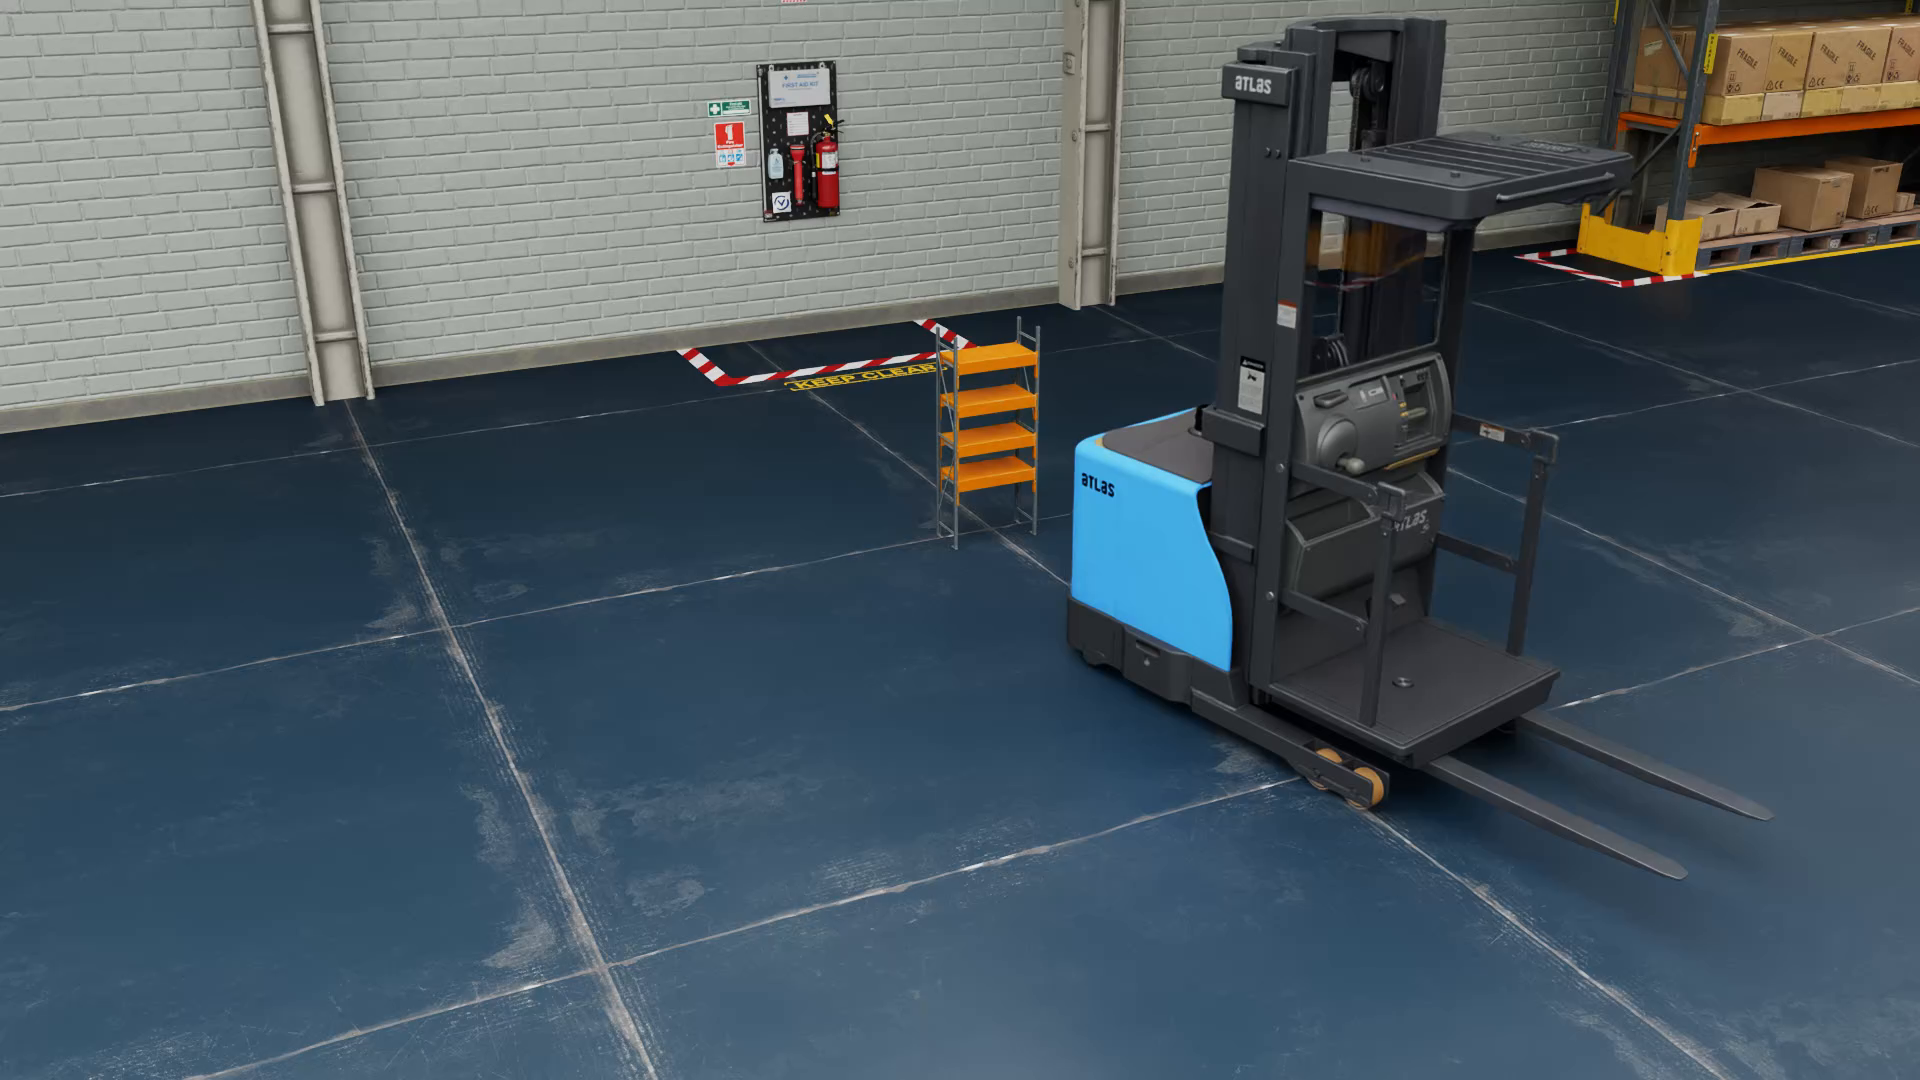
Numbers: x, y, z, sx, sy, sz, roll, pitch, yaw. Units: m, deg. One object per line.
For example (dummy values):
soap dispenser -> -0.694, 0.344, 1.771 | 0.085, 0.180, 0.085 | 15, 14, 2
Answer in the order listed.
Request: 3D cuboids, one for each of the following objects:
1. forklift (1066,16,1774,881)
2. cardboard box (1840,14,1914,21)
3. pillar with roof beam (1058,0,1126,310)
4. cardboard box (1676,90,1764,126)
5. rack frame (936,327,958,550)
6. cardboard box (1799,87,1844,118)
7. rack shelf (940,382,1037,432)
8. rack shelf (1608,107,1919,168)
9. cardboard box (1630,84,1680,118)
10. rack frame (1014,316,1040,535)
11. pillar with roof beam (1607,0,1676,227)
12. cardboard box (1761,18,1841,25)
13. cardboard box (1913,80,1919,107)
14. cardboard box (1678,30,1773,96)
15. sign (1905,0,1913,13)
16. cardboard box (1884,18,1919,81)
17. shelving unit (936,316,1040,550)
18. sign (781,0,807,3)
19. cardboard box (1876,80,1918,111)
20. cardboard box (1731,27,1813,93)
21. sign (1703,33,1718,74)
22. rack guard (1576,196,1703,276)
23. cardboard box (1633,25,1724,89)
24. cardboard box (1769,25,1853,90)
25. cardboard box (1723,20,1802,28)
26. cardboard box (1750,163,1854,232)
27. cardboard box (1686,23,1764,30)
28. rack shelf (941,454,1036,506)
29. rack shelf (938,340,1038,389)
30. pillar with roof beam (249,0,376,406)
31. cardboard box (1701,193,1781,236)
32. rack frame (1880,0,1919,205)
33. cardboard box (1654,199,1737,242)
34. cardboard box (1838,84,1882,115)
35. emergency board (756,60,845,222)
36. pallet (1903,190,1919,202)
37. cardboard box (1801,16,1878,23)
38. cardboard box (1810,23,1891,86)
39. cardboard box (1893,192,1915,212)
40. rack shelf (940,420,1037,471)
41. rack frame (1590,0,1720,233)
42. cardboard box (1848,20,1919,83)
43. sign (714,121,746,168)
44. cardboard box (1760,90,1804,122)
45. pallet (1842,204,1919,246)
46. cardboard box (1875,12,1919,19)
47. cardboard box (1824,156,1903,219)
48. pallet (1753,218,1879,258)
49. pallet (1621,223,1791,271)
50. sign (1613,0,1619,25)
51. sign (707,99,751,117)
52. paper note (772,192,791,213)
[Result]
forklift -> 1.822, -0.493, 6.608 | 1.130, 2.935, 3.031 | -17, 28, -36
cardboard box -> 8.843, -4.832, 16.191 | 0.500, 0.500, 0.500 | -11, 25, -24
pillar with roof beam -> 2.937, -4.680, 8.790 | 0.400, 9.000, 9.100 | -10, 25, -24
cardboard box -> 6.798, -3.884, 14.881 | 0.500, 0.250, 0.500 | -11, 25, -25
rack frame -> -0.071, -0.541, 8.989 | 0.015, 1.200, 0.240 | -10, 25, -24
cardboard box -> 7.721, -4.058, 15.300 | 0.500, 0.250, 0.500 | -11, 25, -24
rack shelf -> 0.149, -0.726, 9.027 | 0.480, 0.148, 0.258 | -10, 25, -24
rack shelf -> 8.023, -3.972, 15.864 | 4.000, 0.370, 1.077 | -10, 25, -24
cardboard box -> 6.558, -4.057, 15.299 | 0.500, 0.250, 0.500 | -10, 25, -23
rack frame -> 0.369, -0.622, 9.185 | 0.015, 1.200, 0.240 | -10, 25, -24
pillar with roof beam -> 8.343, -5.675, 11.194 | 0.400, 9.000, 9.100 | -10, 25, -24
cardboard box -> 7.929, -4.661, 15.778 | 0.500, 0.500, 0.500 | -10, 25, -23
cardboard box -> 9.077, -4.313, 15.918 | 0.500, 0.250, 0.500 | -10, 25, -23
cardboard box -> 6.781, -4.235, 14.748 | 0.500, 0.500, 0.500 | -10, 25, -24
sign -> 9.581, -5.362, 16.767 | 0.005, 0.325, 0.100 | -10, 25, -24
cardboard box -> 9.086, -4.653, 15.758 | 0.500, 0.500, 0.500 | -11, 25, -24
shelving unit -> 0.149, -0.582, 9.087 | 0.503, 1.200, 0.258 | -10, 25, -24
sign -> -1.224, -4.099, 12.199 | 0.199, 0.298, 0.001 | -10, 25, -24
cardboard box -> 8.630, -4.224, 15.704 | 0.500, 0.250, 0.500 | -11, 25, -24
cardboard box -> 7.231, -4.313, 14.937 | 0.500, 0.500, 0.500 | -10, 25, -23
sign -> 6.456, -4.186, 14.308 | 0.005, 0.325, 0.100 | -10, 25, -24
rack guard -> 6.289, -2.830, 15.434 | 0.348, 0.500, 1.175 | -10, 25, -24
cardboard box -> 6.553, -4.410, 15.172 | 0.500, 0.500, 0.500 | -11, 25, -24
cardboard box -> 7.699, -4.397, 15.139 | 0.500, 0.500, 0.500 | -11, 25, -25
cardboard box -> 7.475, -4.578, 15.577 | 0.500, 0.500, 0.500 | -11, 25, -25
cardboard box -> 8.079, -3.304, 16.002 | 0.500, 0.500, 0.700 | -12, 25, -27
cardboard box -> 7.011, -4.491, 15.366 | 0.500, 0.500, 0.500 | -10, 25, -23
rack shelf -> 0.149, -0.336, 9.189 | 0.480, 0.148, 0.258 | -10, 25, -24
rack shelf -> 0.149, -0.945, 8.937 | 0.480, 0.148, 0.258 | -10, 25, -24
pillar with roof beam -> -2.470, -3.685, 6.385 | 0.400, 9.000, 9.100 | -10, 25, -24
cardboard box -> 7.397, -3.112, 15.786 | 0.500, 0.311, 0.500 | -8, 24, -19
rack frame -> 9.825, -4.636, 16.528 | 0.127, 3.000, 1.000 | -10, 25, -24
cardboard box -> 6.883, -3.017, 15.558 | 0.500, 0.311, 0.500 | -14, 26, -30
cardboard box -> 8.178, -4.141, 15.501 | 0.500, 0.250, 0.500 | -10, 25, -23
emergency board -> -1.174, -2.995, 12.563 | 0.643, 1.169, 0.194 | -10, 25, -24
pallet -> 10.526, -3.477, 17.375 | 1.213, 0.211, 1.003 | -10, 25, -24
cardboard box -> 8.391, -4.751, 15.996 | 0.500, 0.500, 0.500 | -10, 24, -22
cardboard box -> 8.159, -4.486, 15.356 | 0.500, 0.500, 0.500 | -10, 24, -22
cardboard box -> 9.356, -3.431, 16.746 | 0.250, 0.166, 0.380 | -14, 26, -30
rack shelf -> 0.149, -0.520, 9.113 | 0.480, 0.148, 0.258 | -10, 25, -24
rack frame -> 6.220, -3.973, 14.925 | 0.127, 3.000, 1.000 | -10, 25, -24
cardboard box -> 8.627, -4.573, 15.565 | 0.500, 0.500, 0.500 | -11, 25, -25
sign -> -1.716, -2.955, 12.420 | 0.234, 0.329, 0.001 | -10, 25, -24
cardboard box -> 7.260, -3.975, 15.101 | 0.500, 0.250, 0.500 | -11, 25, -25
pallet -> 9.235, -3.224, 16.763 | 1.213, 0.211, 1.003 | -10, 25, -24
cardboard box -> 9.311, -4.917, 16.395 | 0.500, 0.500, 0.500 | -11, 25, -25
cardboard box -> 8.907, -3.498, 16.473 | 0.500, 0.500, 0.500 | -12, 26, -28
pallet -> 8.134, -3.020, 16.270 | 1.213, 0.211, 1.003 | -10, 25, -24
pallet -> 7.036, -2.819, 15.785 | 1.213, 0.211, 1.003 | -10, 25, -24
sign -> 5.998, -4.848, 15.113 | 0.005, 0.325, 0.100 | -10, 25, -24
sign -> -1.709, -3.198, 12.313 | 0.331, 0.109, 0.001 | -10, 25, -24
paper note -> -1.363, -2.582, 12.718 | 0.142, 0.148, 0.016 | -10, 25, -24
